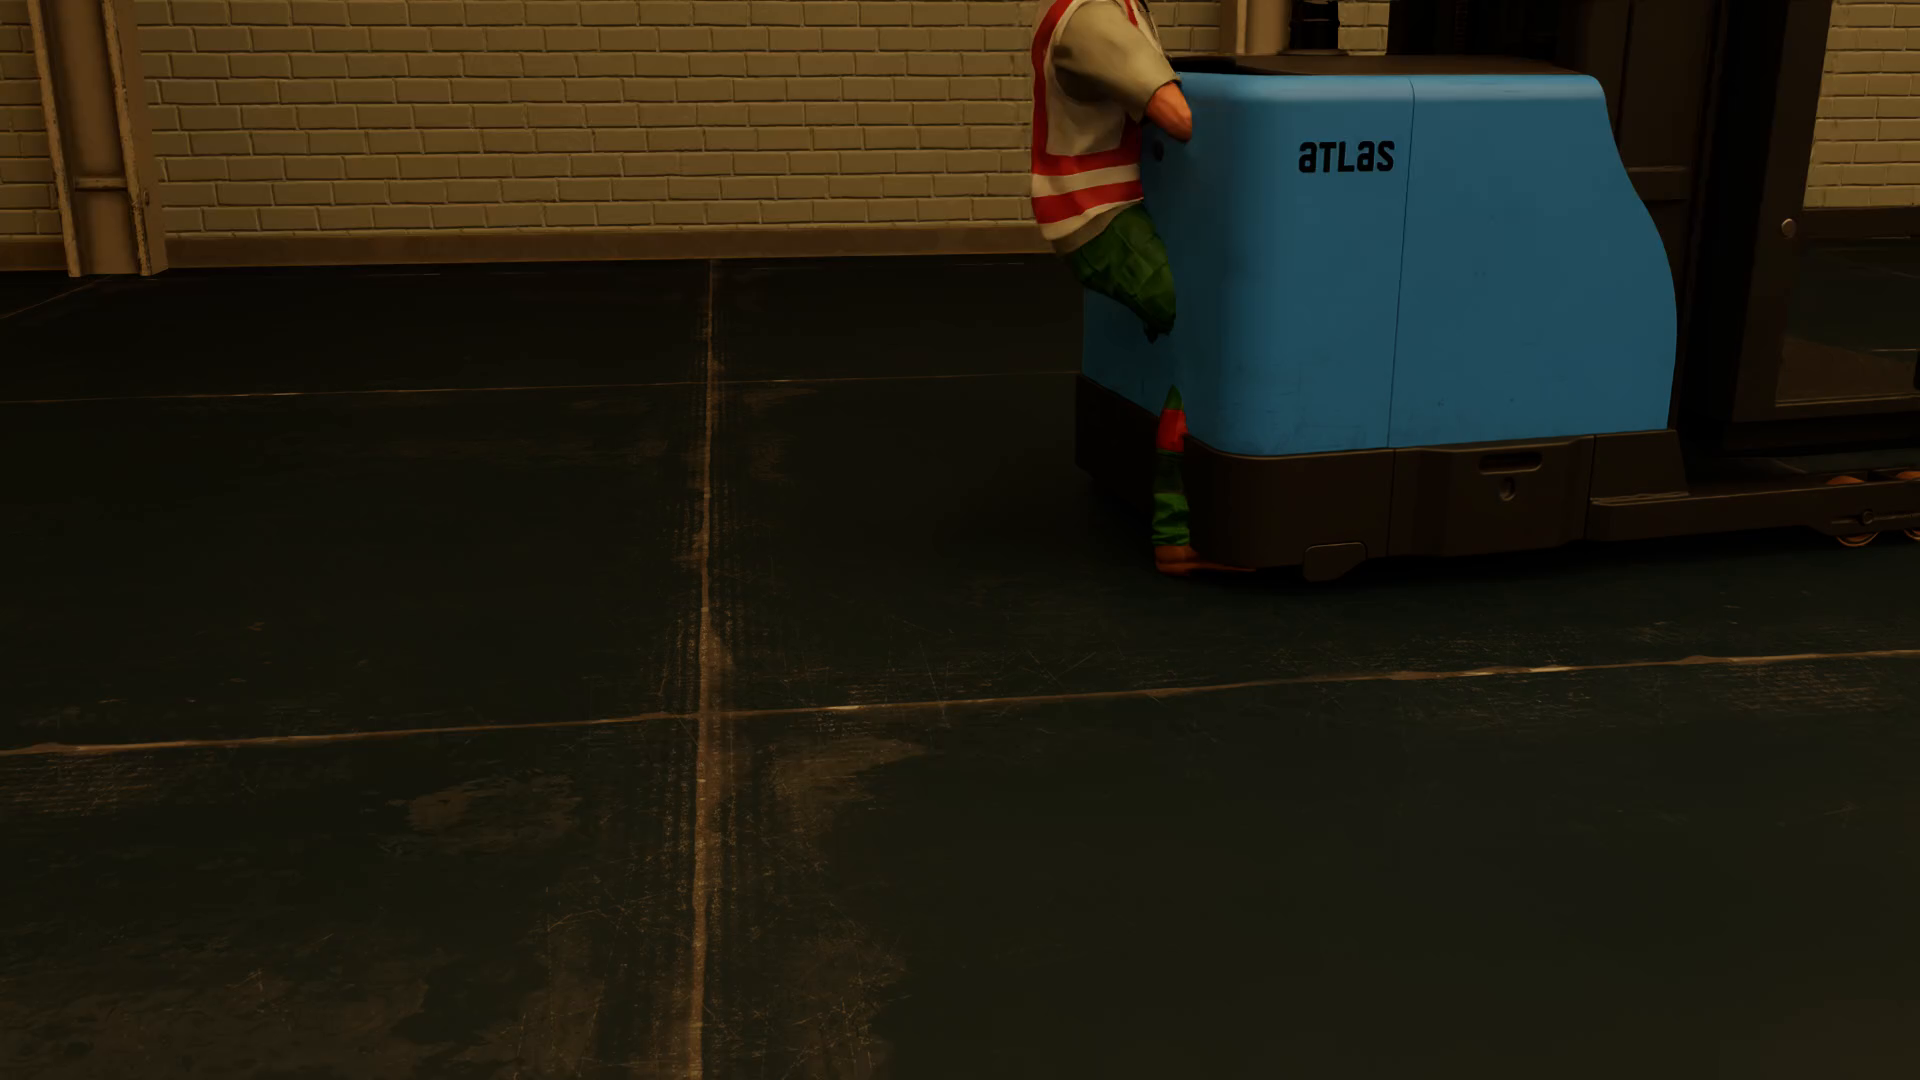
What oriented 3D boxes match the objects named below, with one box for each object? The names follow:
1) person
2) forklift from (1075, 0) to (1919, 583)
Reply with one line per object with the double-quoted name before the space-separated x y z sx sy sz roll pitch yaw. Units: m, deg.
"person" 0.553 -0.789 3.867 0.789 1.585 0.902 3 17 9
"forklift" 1.879 -1.528 3.958 3.031 2.935 1.130 -4 17 -15
